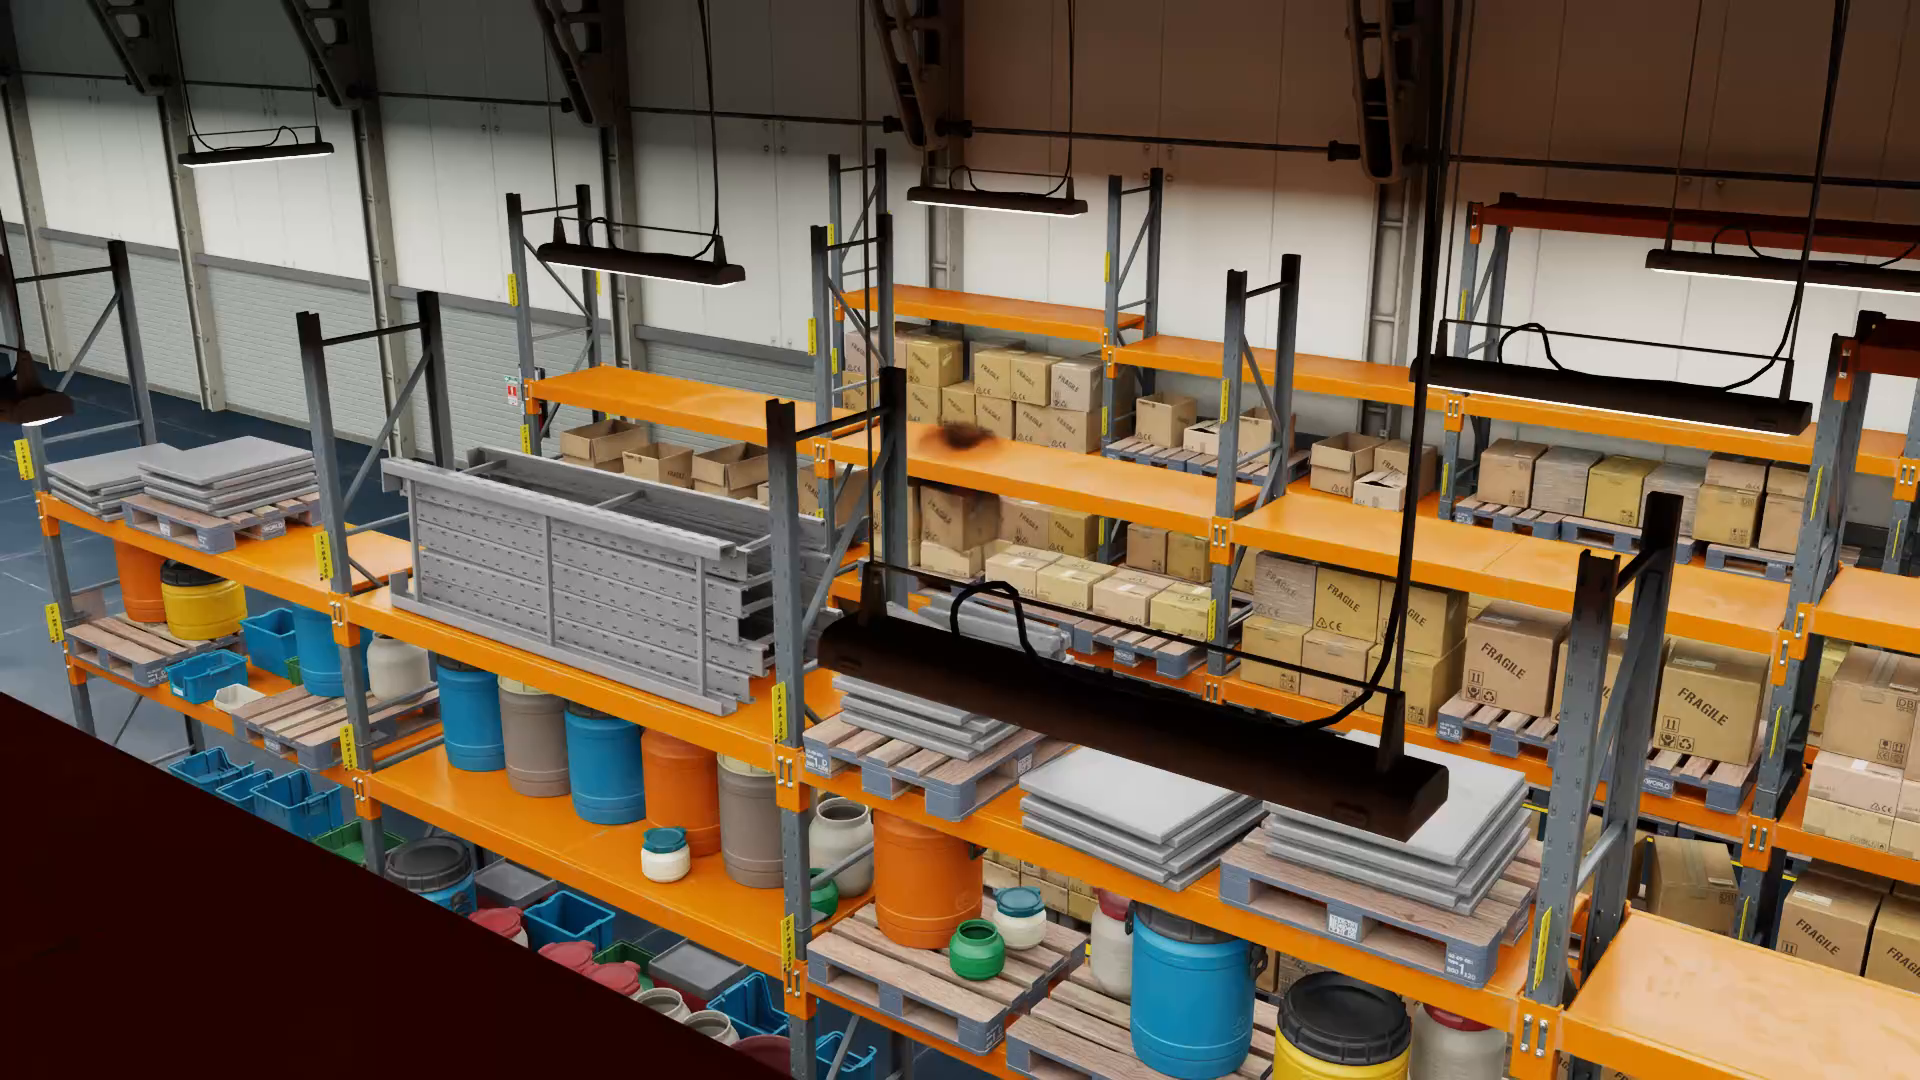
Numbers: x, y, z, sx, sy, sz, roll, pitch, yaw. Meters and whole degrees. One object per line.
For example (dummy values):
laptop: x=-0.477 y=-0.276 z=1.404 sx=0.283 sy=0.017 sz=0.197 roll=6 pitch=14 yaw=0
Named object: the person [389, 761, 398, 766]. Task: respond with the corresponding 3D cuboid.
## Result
person: x=-6.324 y=1.550 z=17.649 sx=0.623 sy=1.796 sz=0.502 roll=4 pitch=19 yaw=13
